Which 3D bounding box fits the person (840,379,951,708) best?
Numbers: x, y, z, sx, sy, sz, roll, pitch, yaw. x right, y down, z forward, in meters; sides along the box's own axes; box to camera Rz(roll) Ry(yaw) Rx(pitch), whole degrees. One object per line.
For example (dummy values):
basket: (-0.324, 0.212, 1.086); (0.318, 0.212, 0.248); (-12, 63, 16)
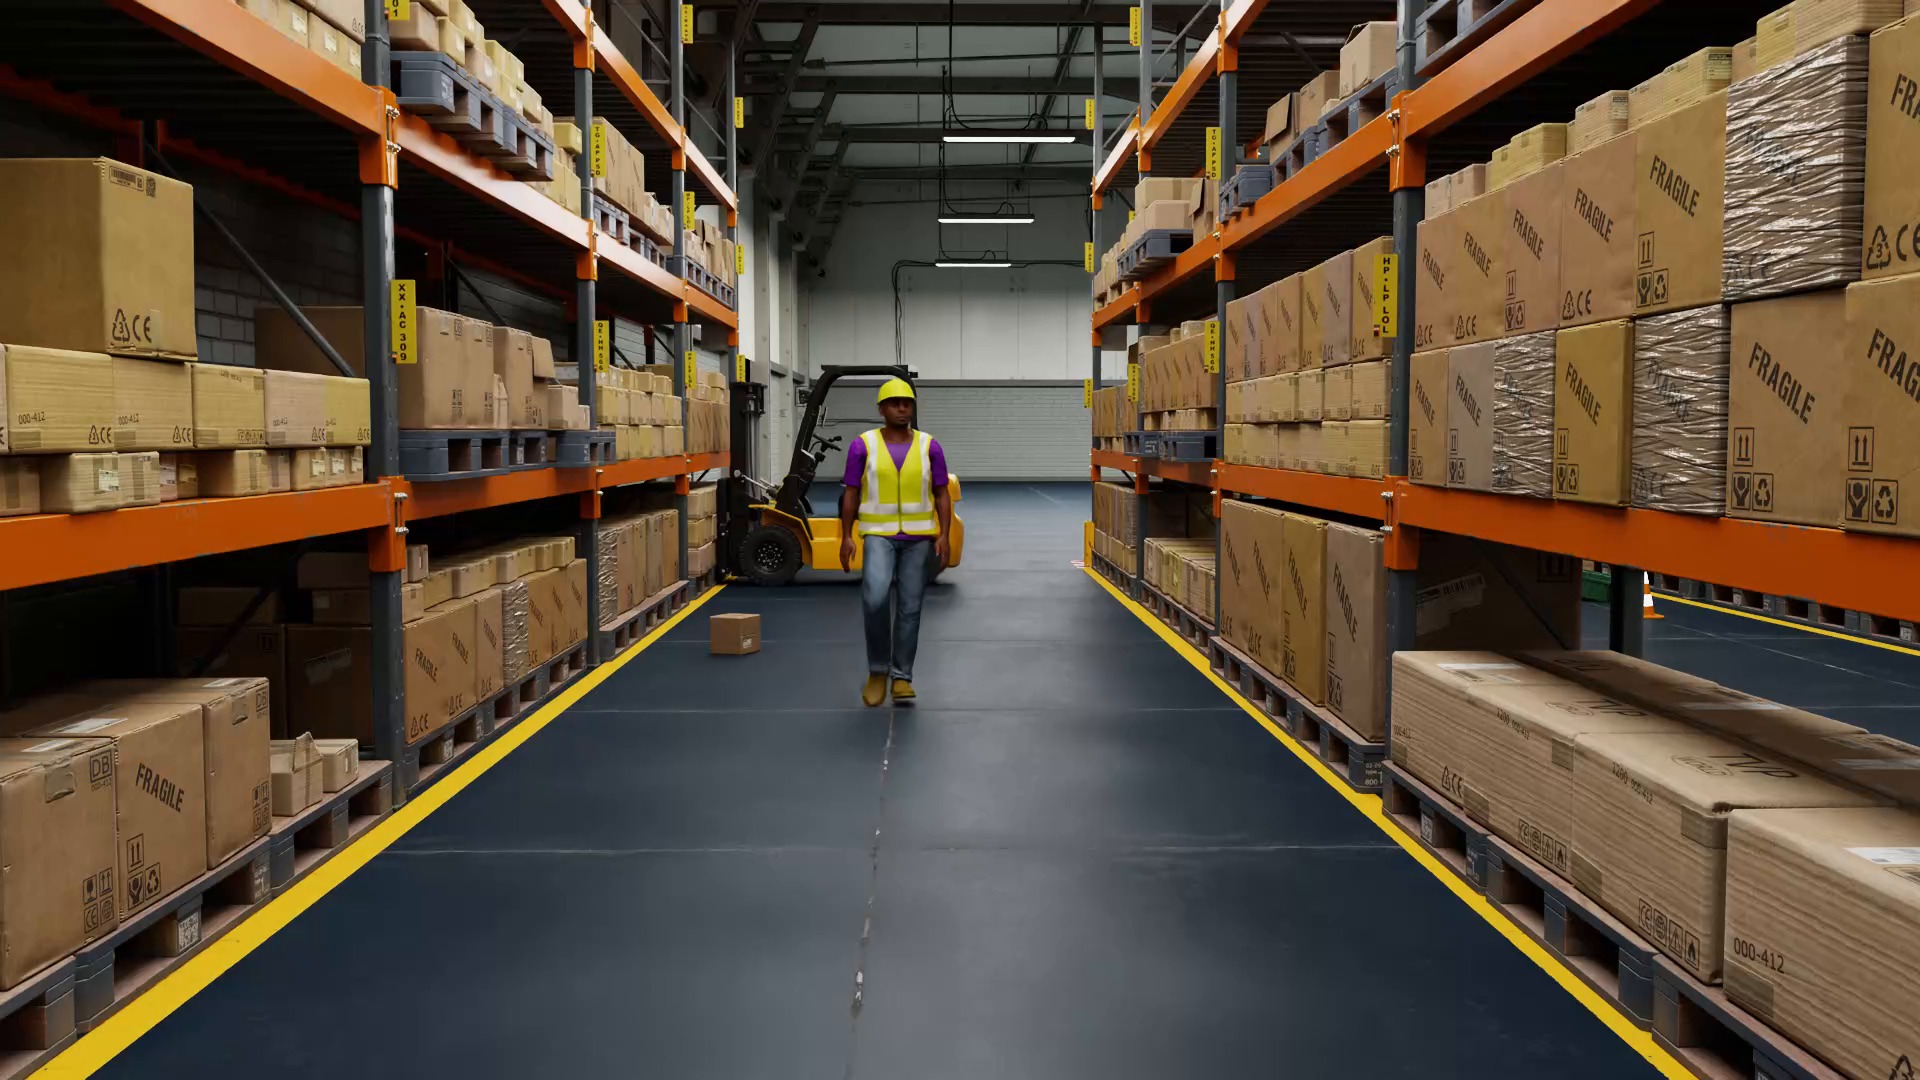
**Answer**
person: (-0.340, 0.020, 9.094); (0.608, 1.801, 0.477); (-1, 4, -11)
